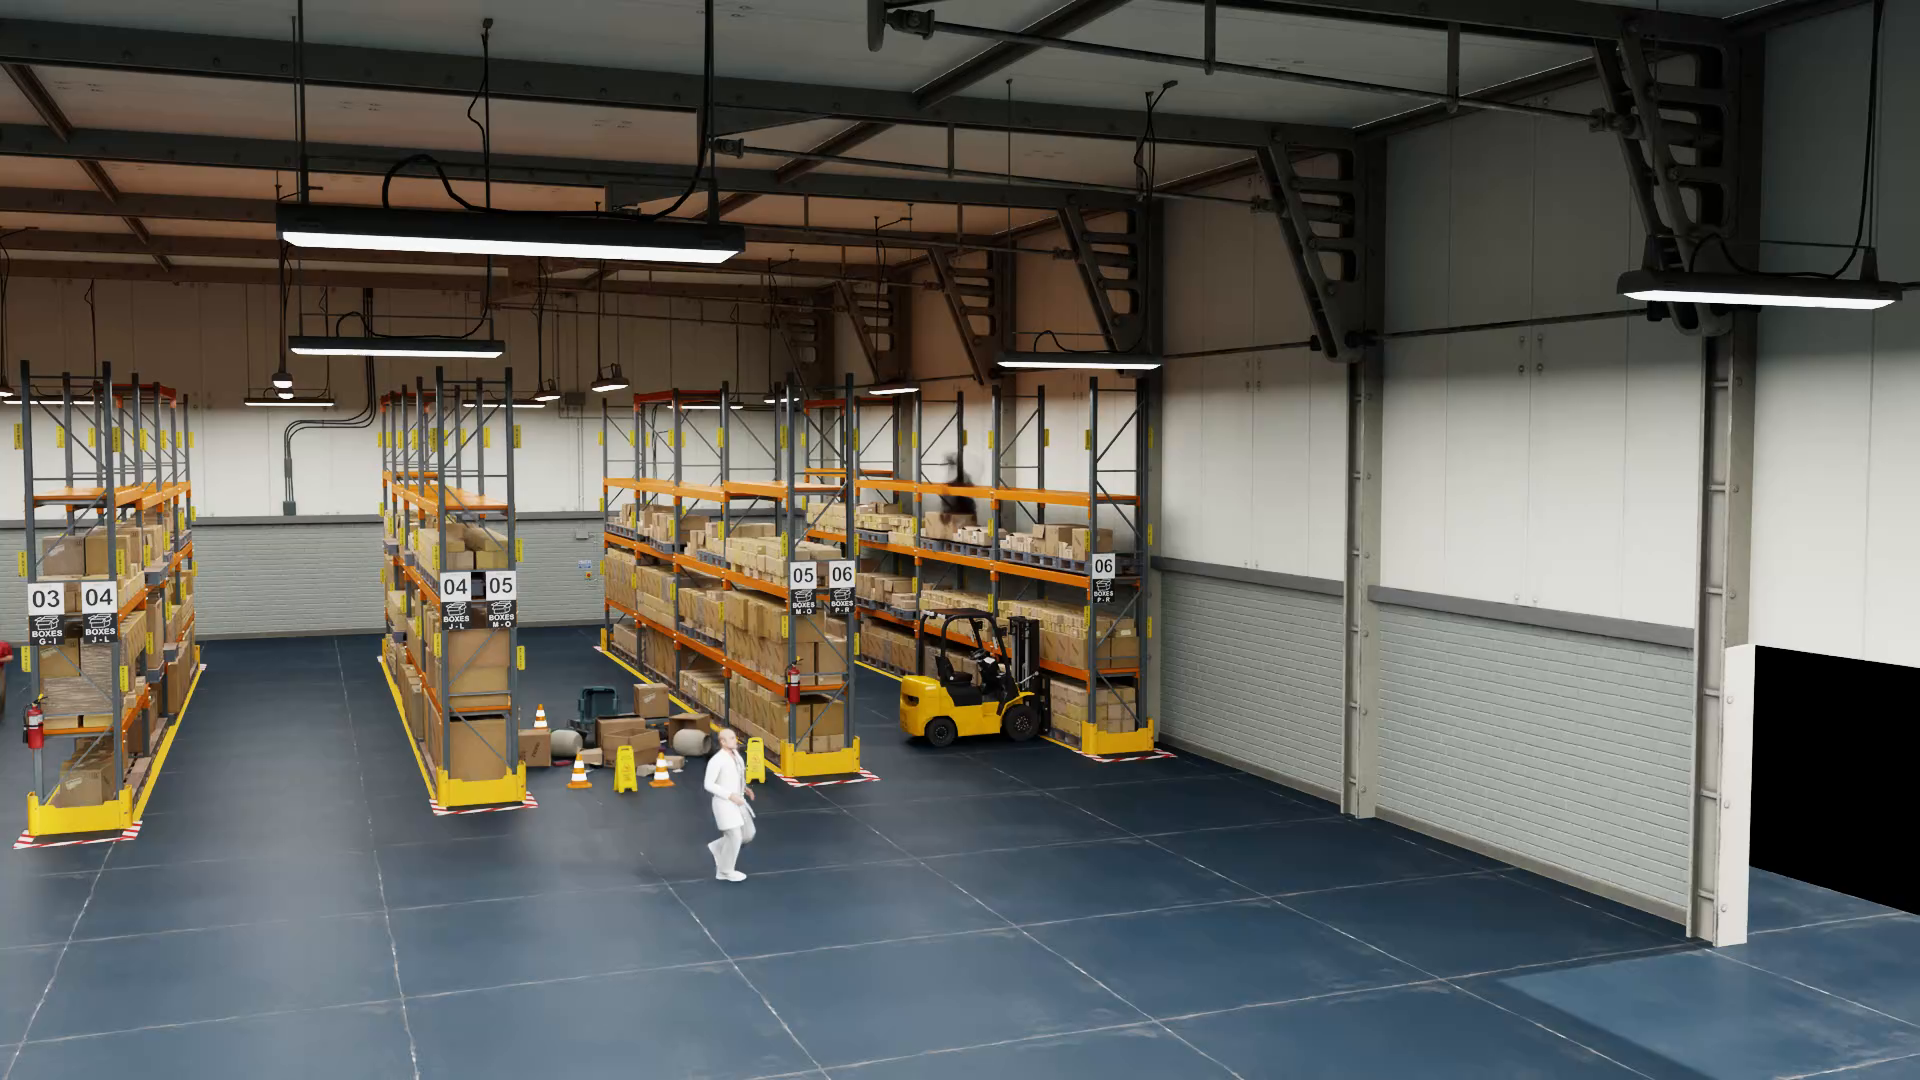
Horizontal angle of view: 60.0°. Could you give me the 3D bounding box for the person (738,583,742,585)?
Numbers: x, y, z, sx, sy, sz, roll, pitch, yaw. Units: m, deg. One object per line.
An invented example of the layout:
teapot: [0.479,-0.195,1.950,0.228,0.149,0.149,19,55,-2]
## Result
person: [-4.976,1.848,38.231,0.612,1.748,0.805,-3,4,-36]

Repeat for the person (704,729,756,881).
person: [-2.622,2.998,18.841,0.632,1.730,0.689,2,4,24]

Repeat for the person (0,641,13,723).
person: [-16.797,2.398,28.877,0.643,1.782,0.830,-2,4,-29]
